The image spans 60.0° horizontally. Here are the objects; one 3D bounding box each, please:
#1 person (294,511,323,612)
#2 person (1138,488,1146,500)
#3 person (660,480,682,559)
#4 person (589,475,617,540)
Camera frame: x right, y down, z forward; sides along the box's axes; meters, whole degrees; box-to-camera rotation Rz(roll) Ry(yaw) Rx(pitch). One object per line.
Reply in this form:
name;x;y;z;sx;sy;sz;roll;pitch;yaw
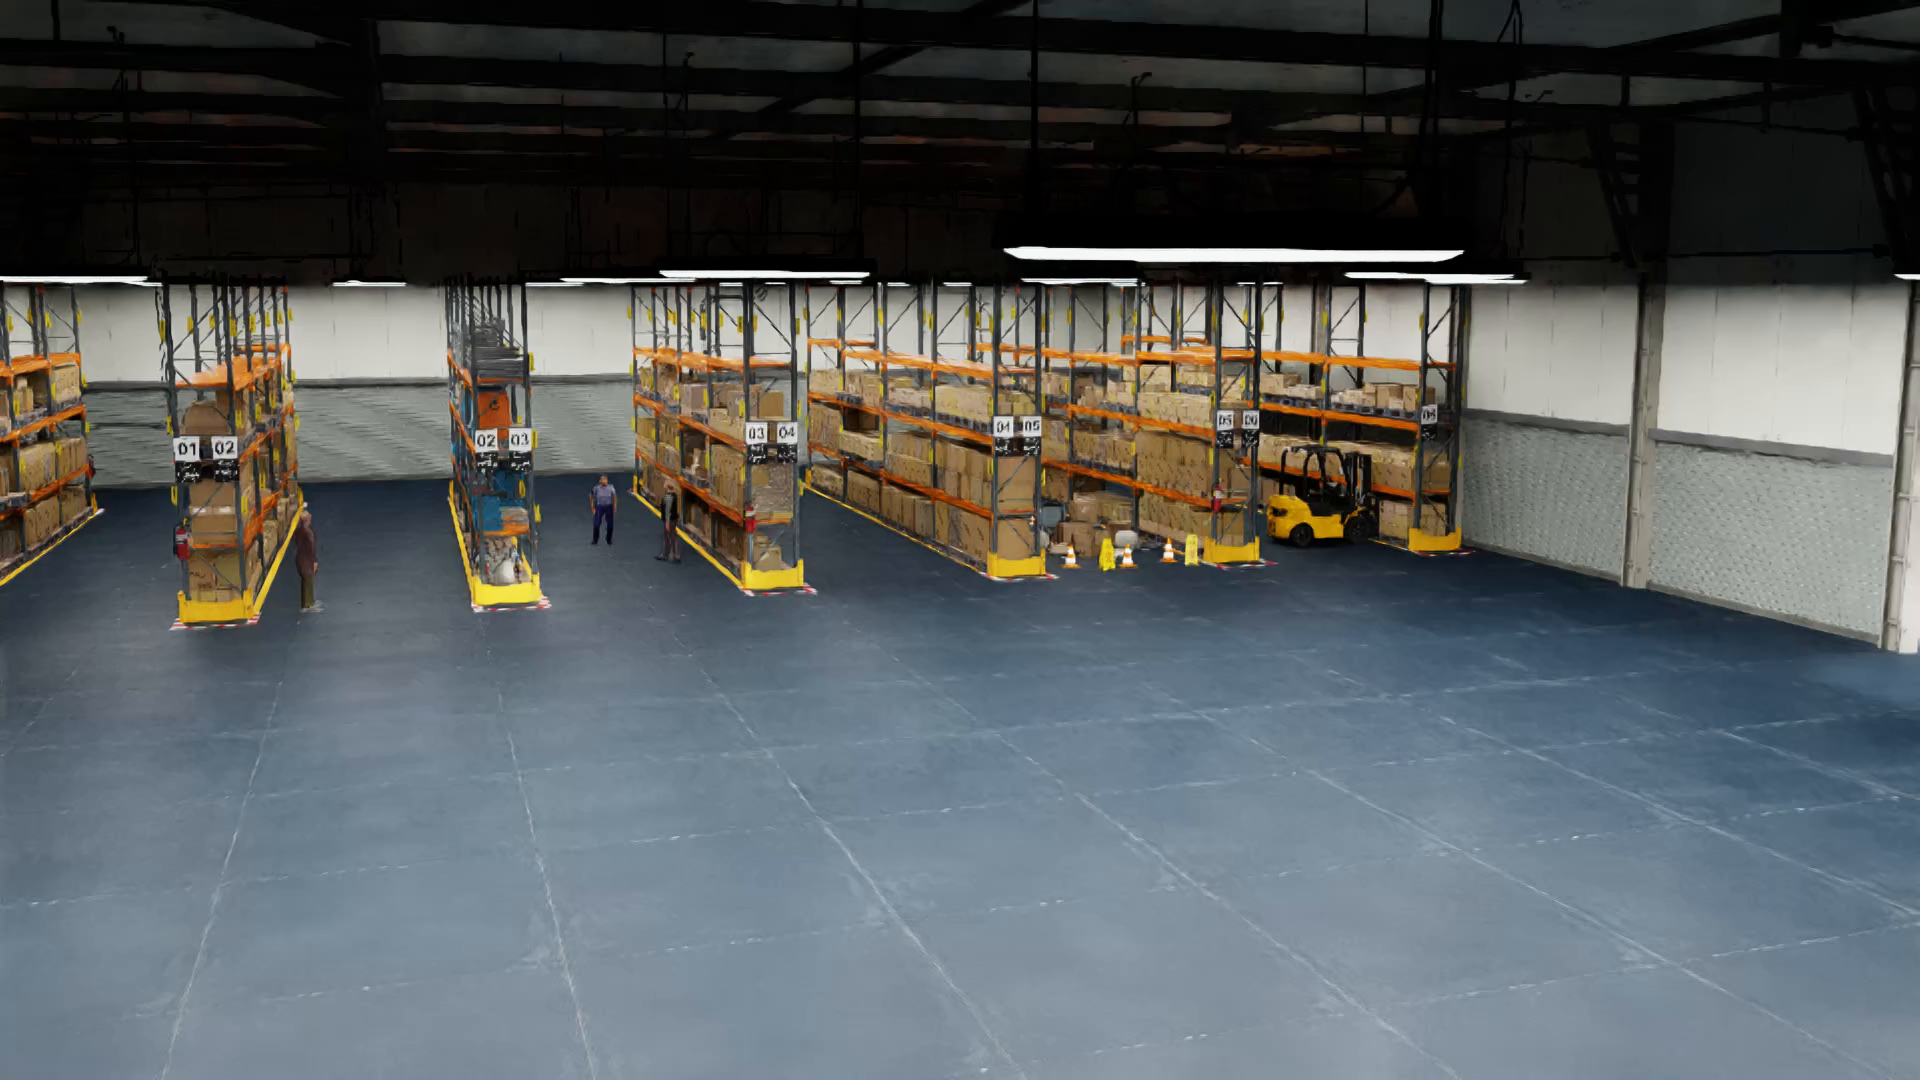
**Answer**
person;-11.585;0.365;29.641;0.522;1.790;0.654;-8;12;-44
person;4.714;-1.747;43.398;0.387;1.725;0.608;2;9;12
person;-6.084;-0.434;35.012;0.464;1.660;0.725;0;9;-1
person;-8.025;-0.723;37.418;0.625;1.530;0.503;-3;9;-20
